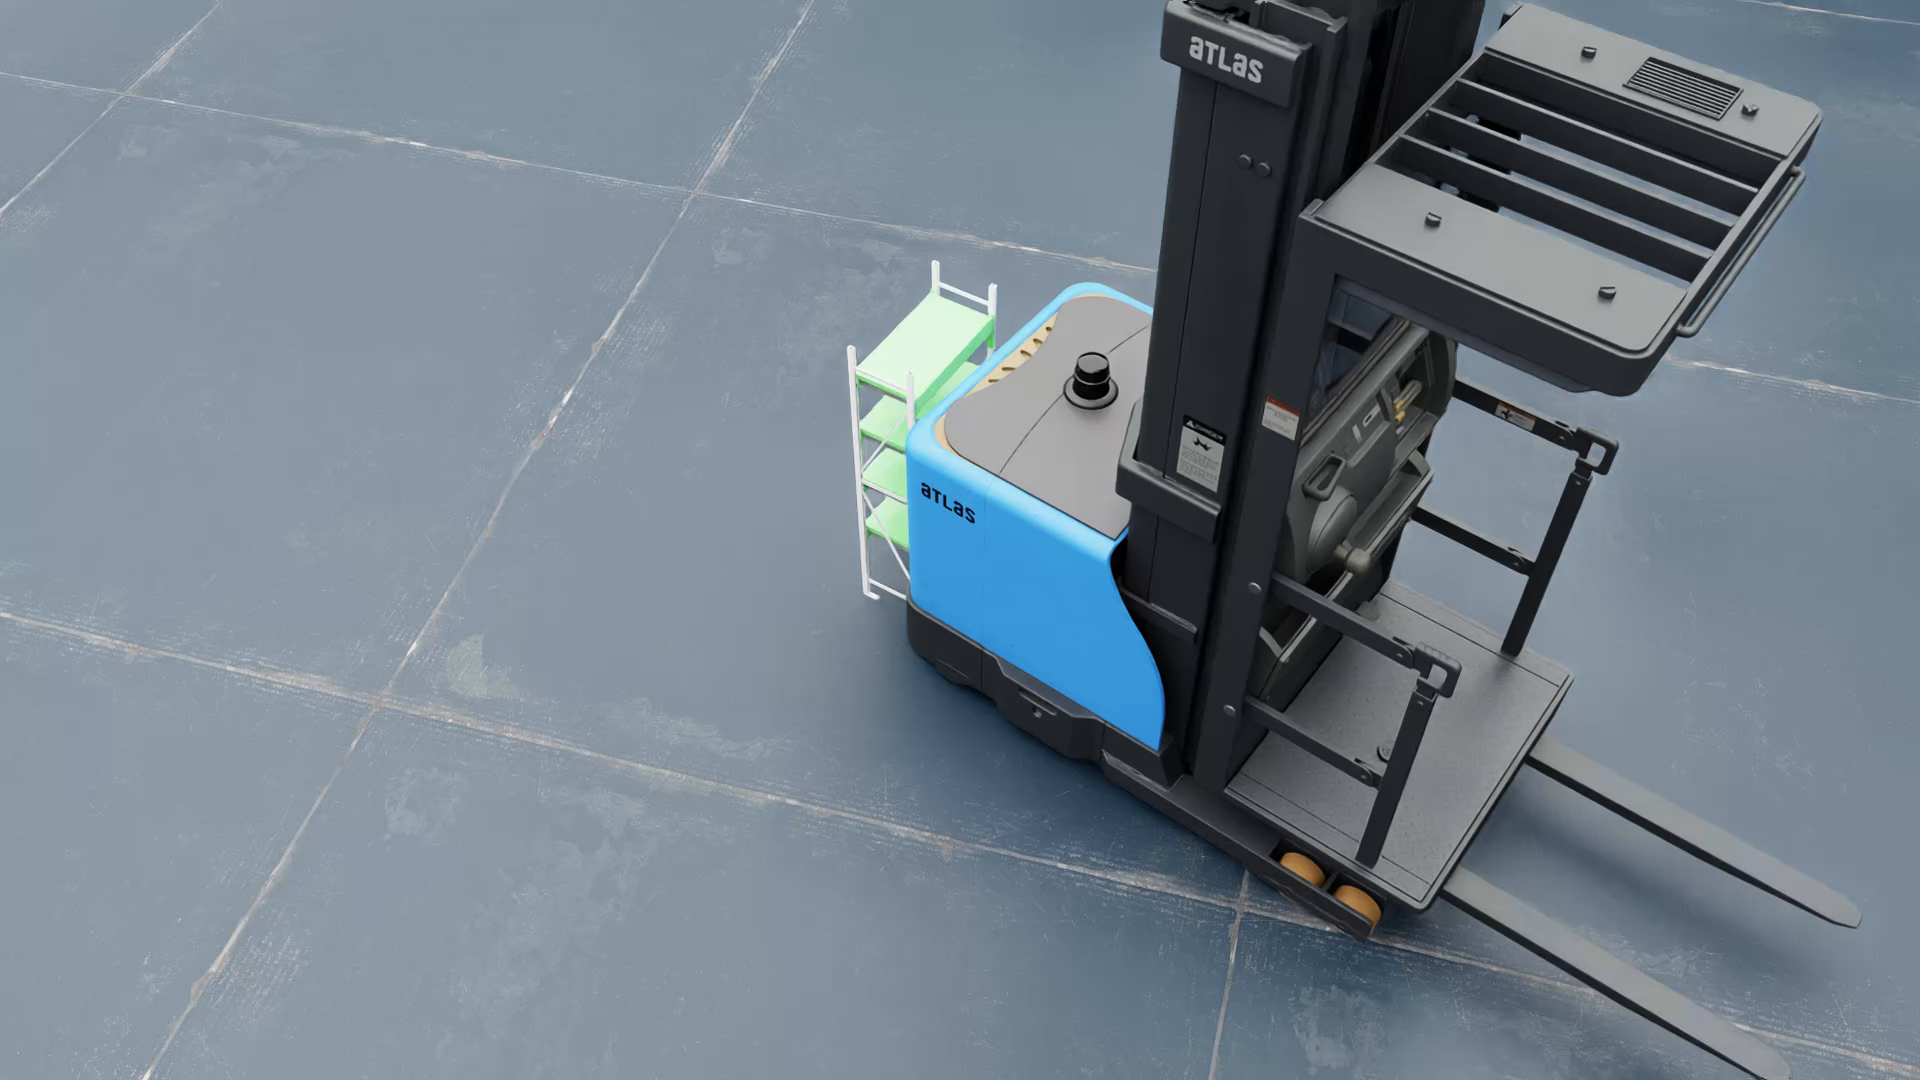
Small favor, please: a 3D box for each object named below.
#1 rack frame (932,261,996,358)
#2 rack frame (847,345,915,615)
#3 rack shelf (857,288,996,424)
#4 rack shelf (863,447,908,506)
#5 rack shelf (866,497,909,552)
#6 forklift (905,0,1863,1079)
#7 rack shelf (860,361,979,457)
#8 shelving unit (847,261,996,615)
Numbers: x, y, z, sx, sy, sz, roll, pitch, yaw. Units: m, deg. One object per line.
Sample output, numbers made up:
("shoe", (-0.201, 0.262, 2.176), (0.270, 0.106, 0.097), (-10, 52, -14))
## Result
("rack frame", (0.013, -0.469, 5.863), (0.240, 1.200, 0.015), (25, 53, 21))
("rack frame", (-0.246, -0.158, 5.590), (0.240, 1.200, 0.015), (25, 53, 21))
("rack shelf", (-0.117, -0.589, 5.415), (0.258, 0.148, 0.480), (25, 53, 21))
("rack shelf", (-0.117, -0.271, 5.774), (0.258, 0.148, 0.480), (25, 53, 21))
("rack shelf", (-0.117, -0.112, 5.954), (0.258, 0.148, 0.480), (25, 53, 21))
("forklift", (1.294, -0.195, 4.467), (3.031, 2.935, 1.130), (30, 55, 24))
("rack shelf", (-0.117, -0.430, 5.594), (0.258, 0.148, 0.480), (25, 53, 21))
("shelving unit", (-0.117, -0.314, 5.726), (0.258, 1.200, 0.503), (25, 53, 21))
